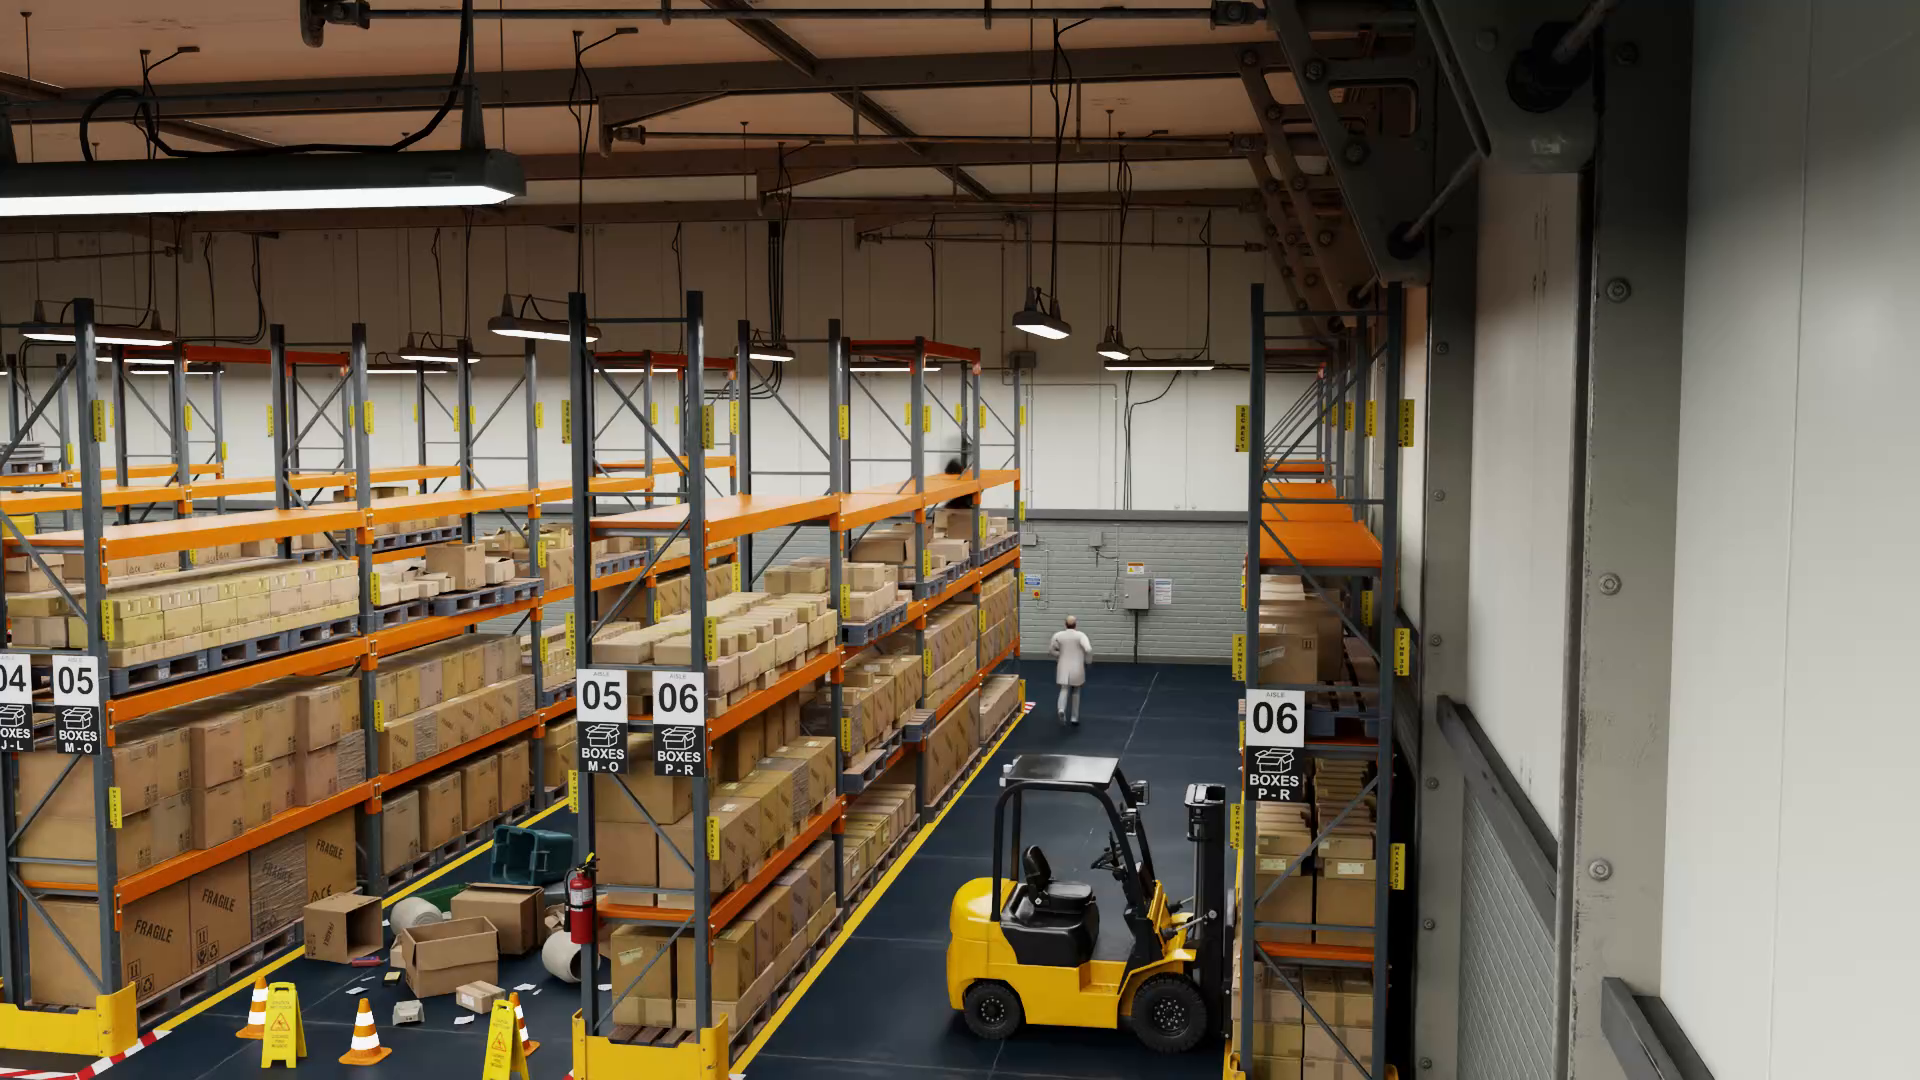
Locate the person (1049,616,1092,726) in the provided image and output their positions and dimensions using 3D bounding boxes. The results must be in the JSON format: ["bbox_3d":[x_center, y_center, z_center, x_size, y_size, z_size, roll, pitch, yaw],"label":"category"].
[{"bbox_3d":[1.788,2.106,26.847,0.721,1.771,0.952,1,5,12],"label":"person"}]
